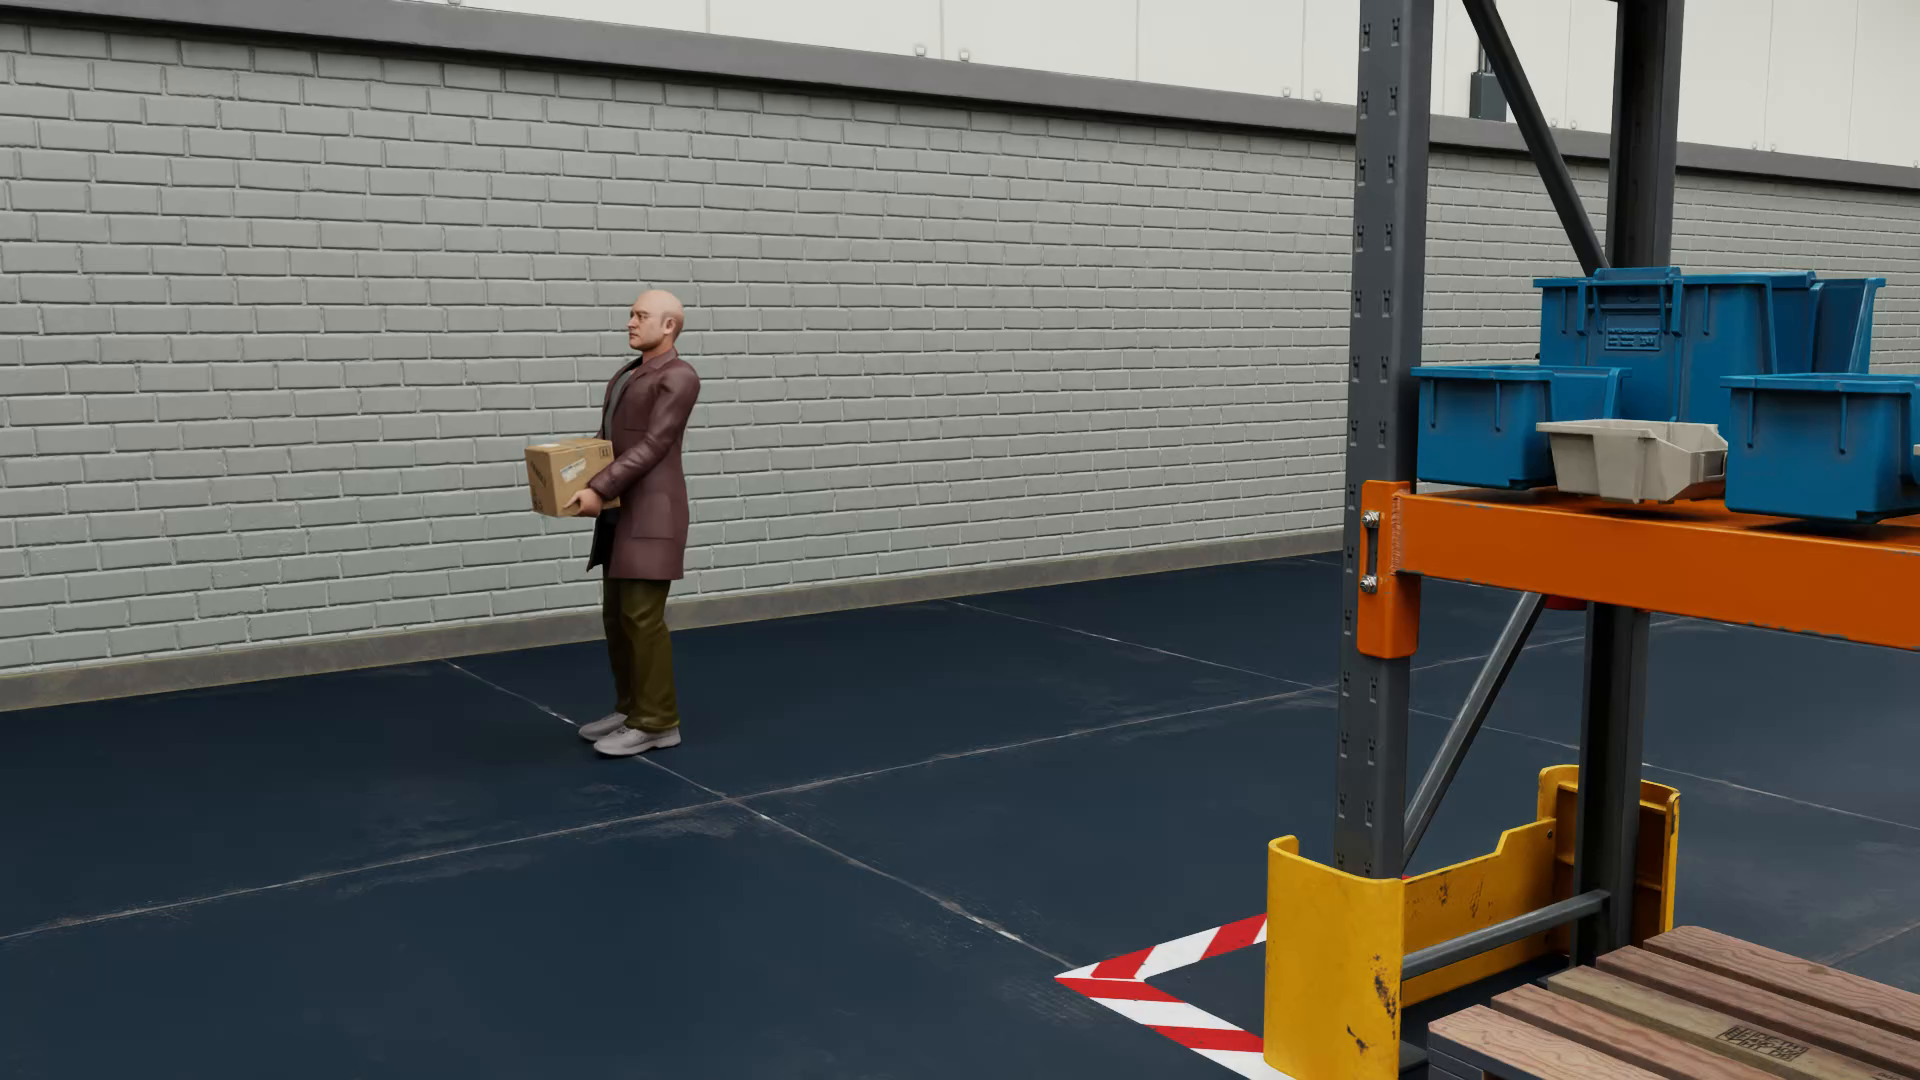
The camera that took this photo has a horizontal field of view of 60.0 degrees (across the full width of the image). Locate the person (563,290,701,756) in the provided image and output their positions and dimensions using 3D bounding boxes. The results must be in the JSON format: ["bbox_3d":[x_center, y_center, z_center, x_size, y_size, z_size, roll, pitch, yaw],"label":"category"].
[{"bbox_3d":[-1.308,-0.070,6.399,0.555,1.770,0.529,-5,9,-35],"label":"person"}]
